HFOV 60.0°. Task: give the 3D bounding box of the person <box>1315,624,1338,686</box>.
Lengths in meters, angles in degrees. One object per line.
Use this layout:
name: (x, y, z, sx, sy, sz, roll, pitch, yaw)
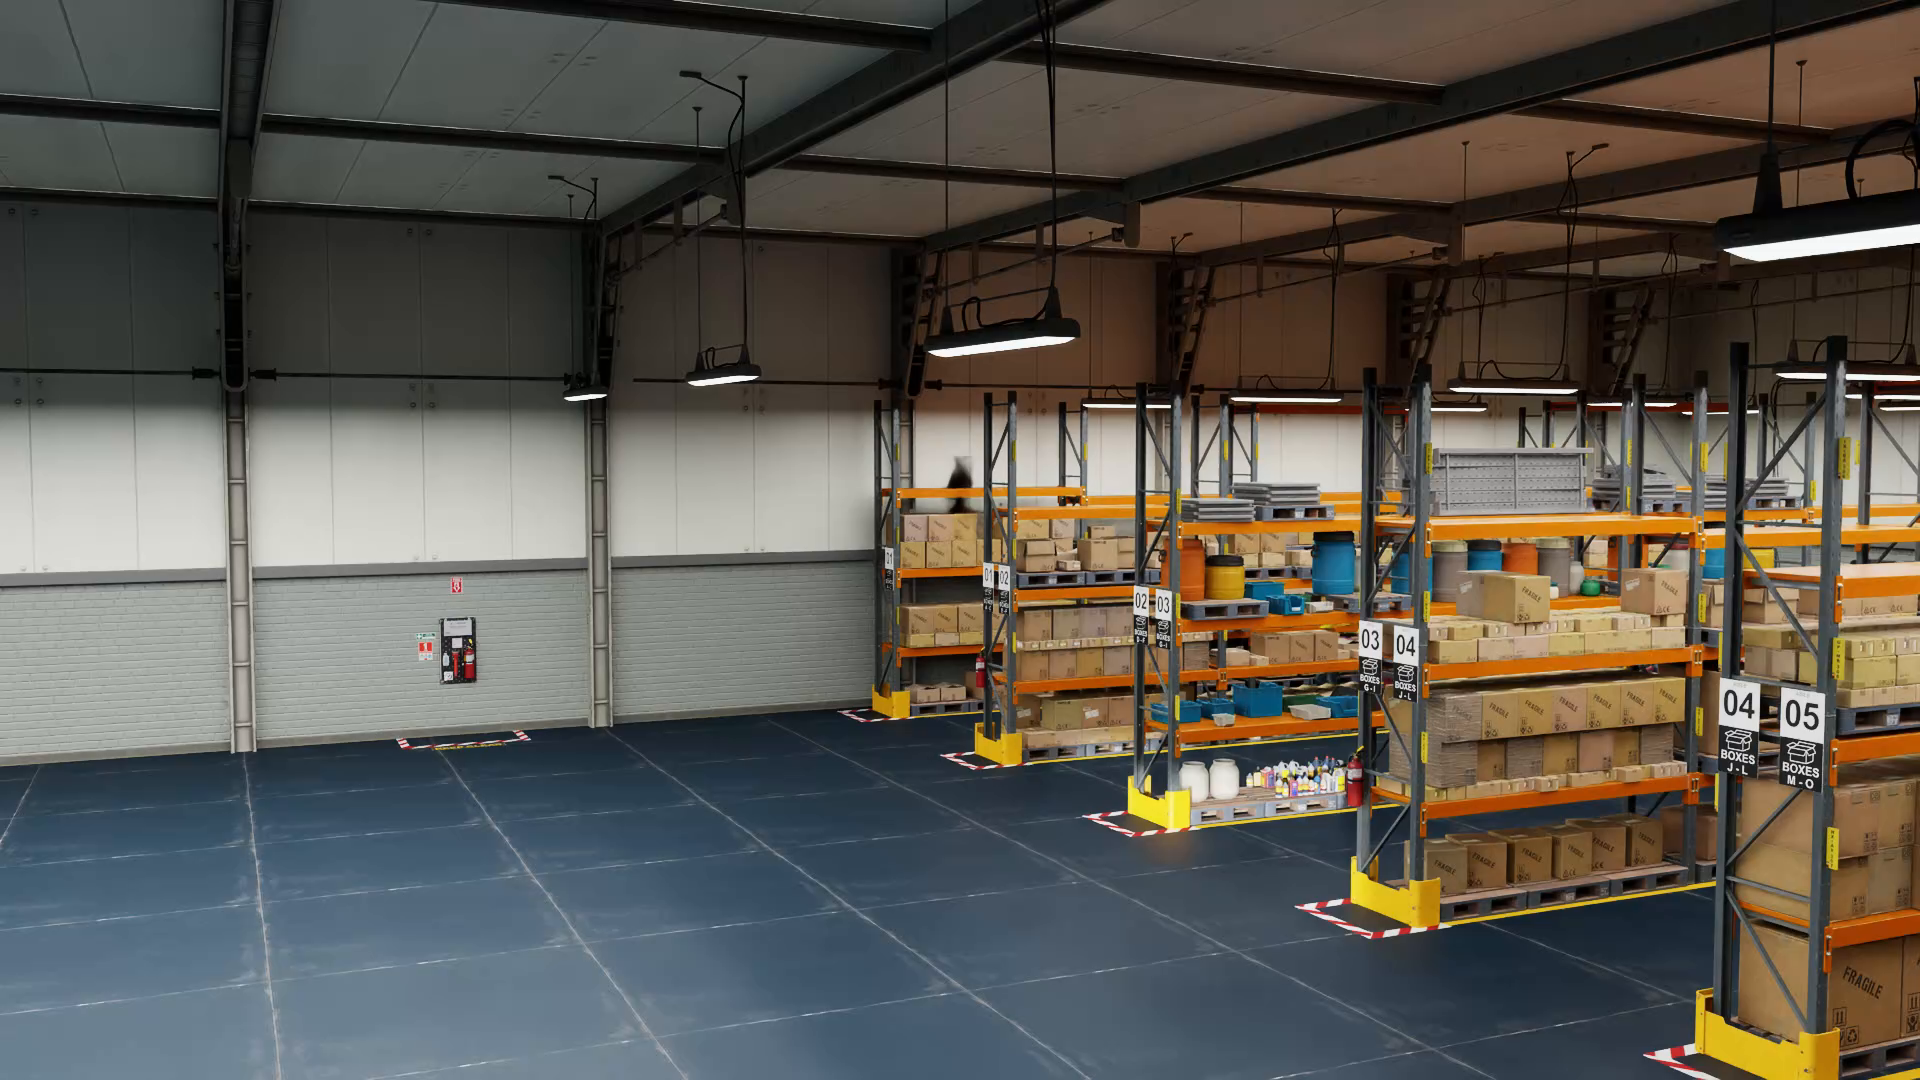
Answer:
person: (7.154, 2.417, 32.350, 0.798, 1.714, 0.704, -1, 3, -18)
